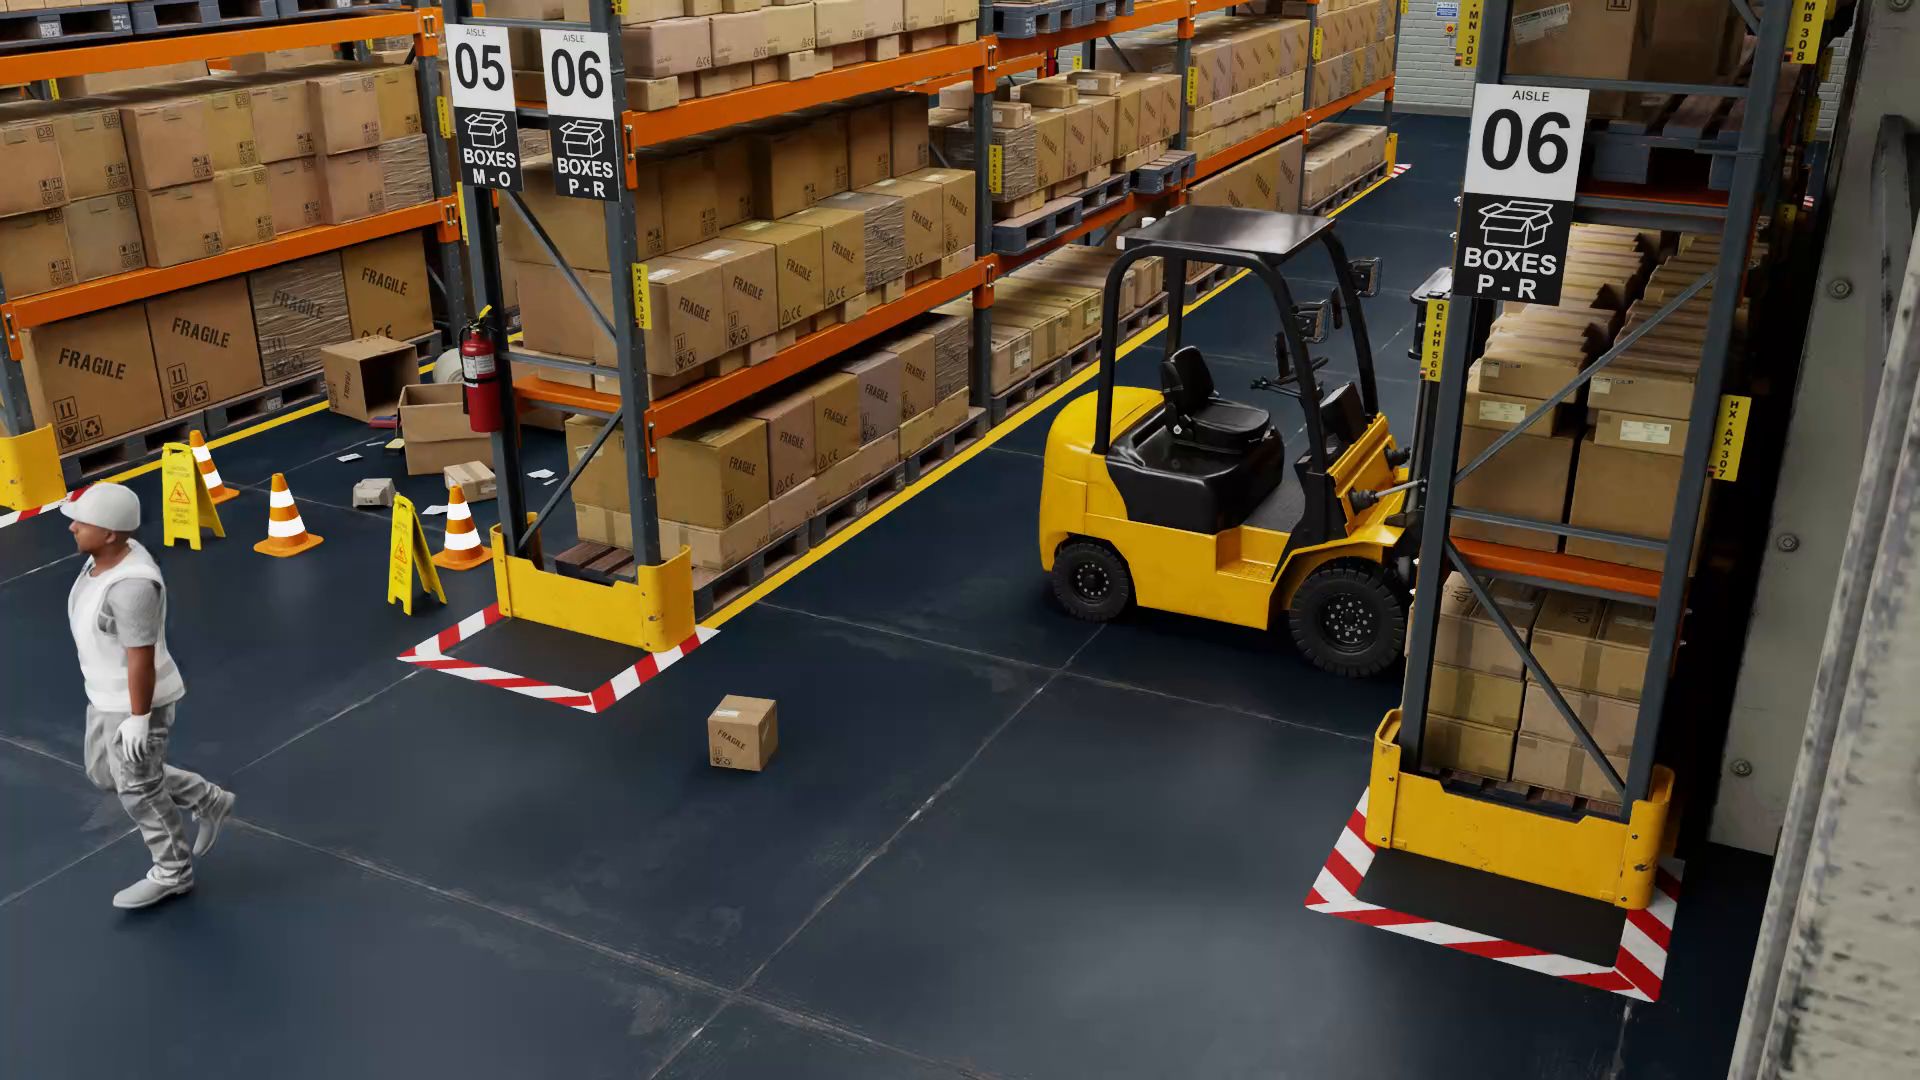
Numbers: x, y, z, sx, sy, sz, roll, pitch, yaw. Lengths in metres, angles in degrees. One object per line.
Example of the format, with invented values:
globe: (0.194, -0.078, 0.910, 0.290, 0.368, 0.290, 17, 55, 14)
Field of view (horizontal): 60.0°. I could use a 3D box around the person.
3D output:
person: (-3.224, 0.601, 6.565, 0.543, 1.771, 0.551, -15, 27, -32)
